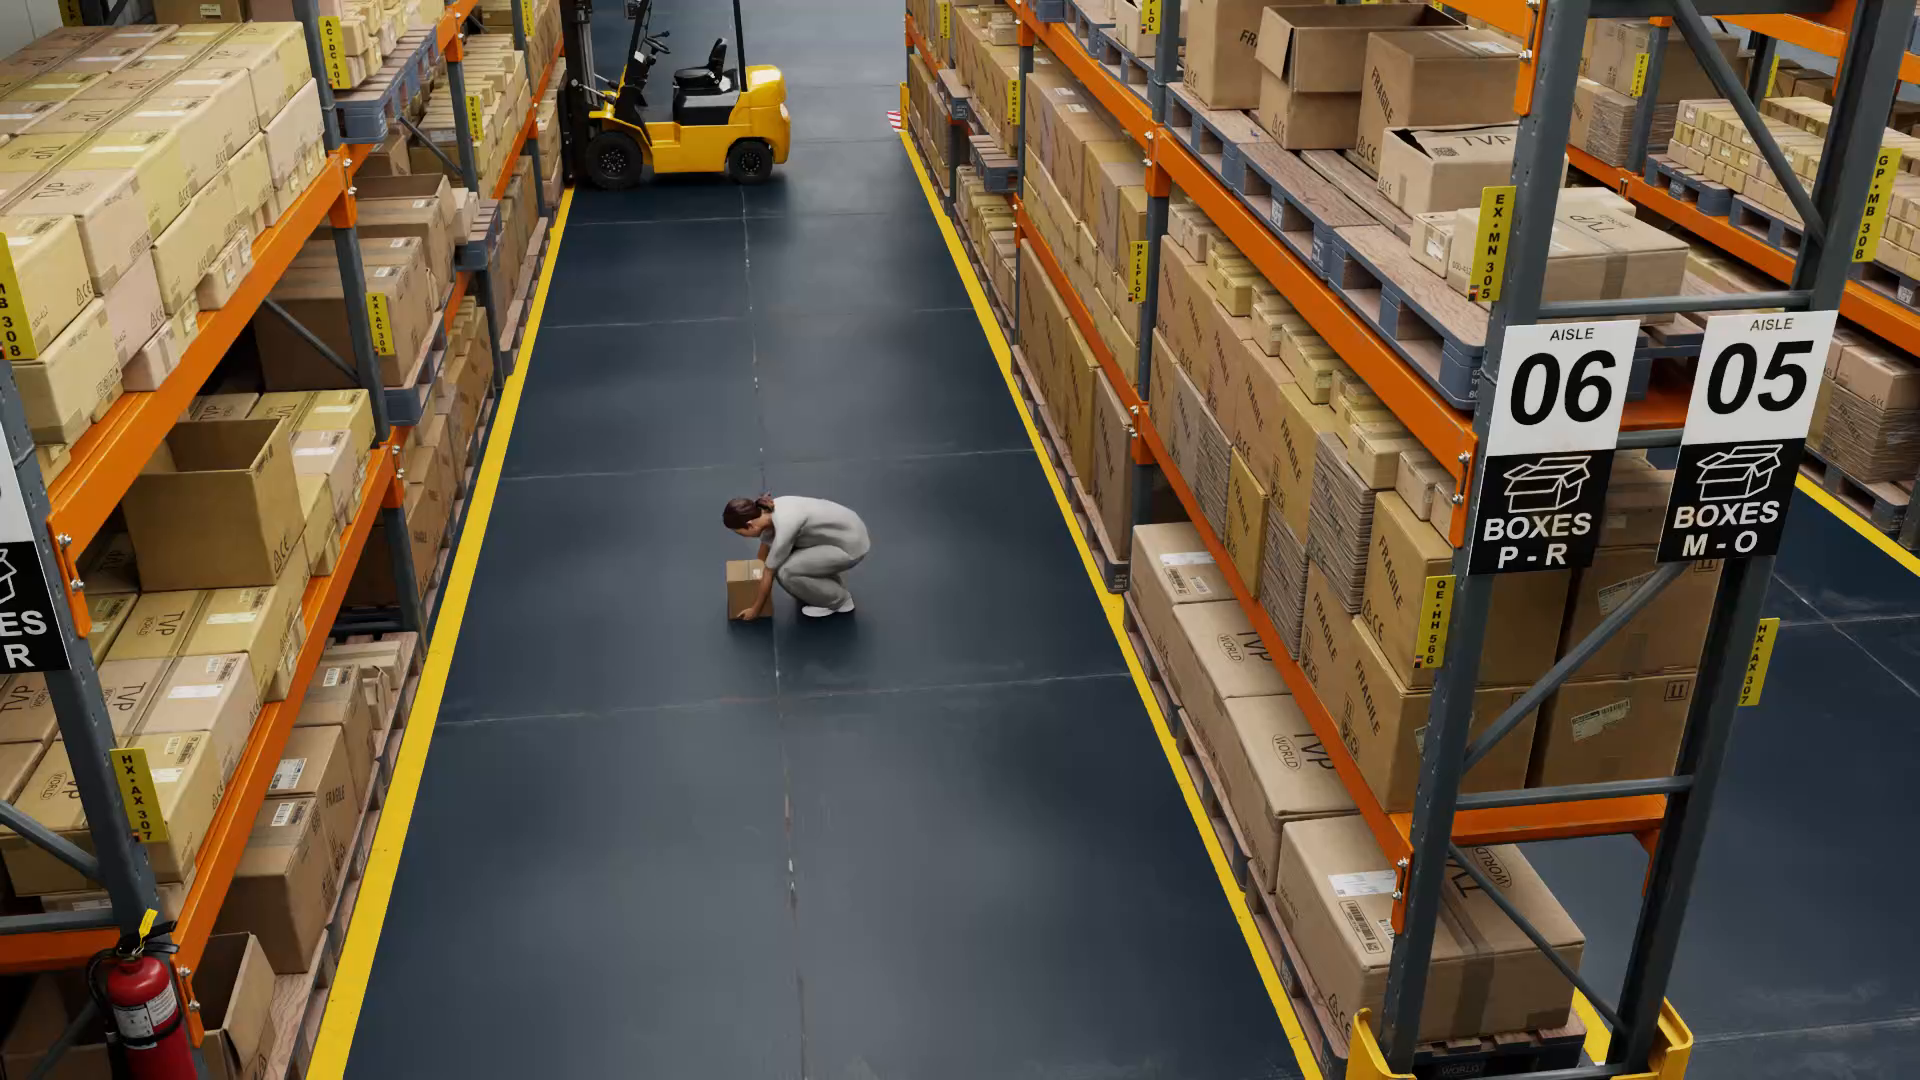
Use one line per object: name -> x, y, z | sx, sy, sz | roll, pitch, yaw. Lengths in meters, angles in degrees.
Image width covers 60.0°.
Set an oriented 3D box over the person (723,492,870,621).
person -> -0.928, 0.086, 9.557 | 0.829, 0.816, 0.466 | -4, 28, -8
